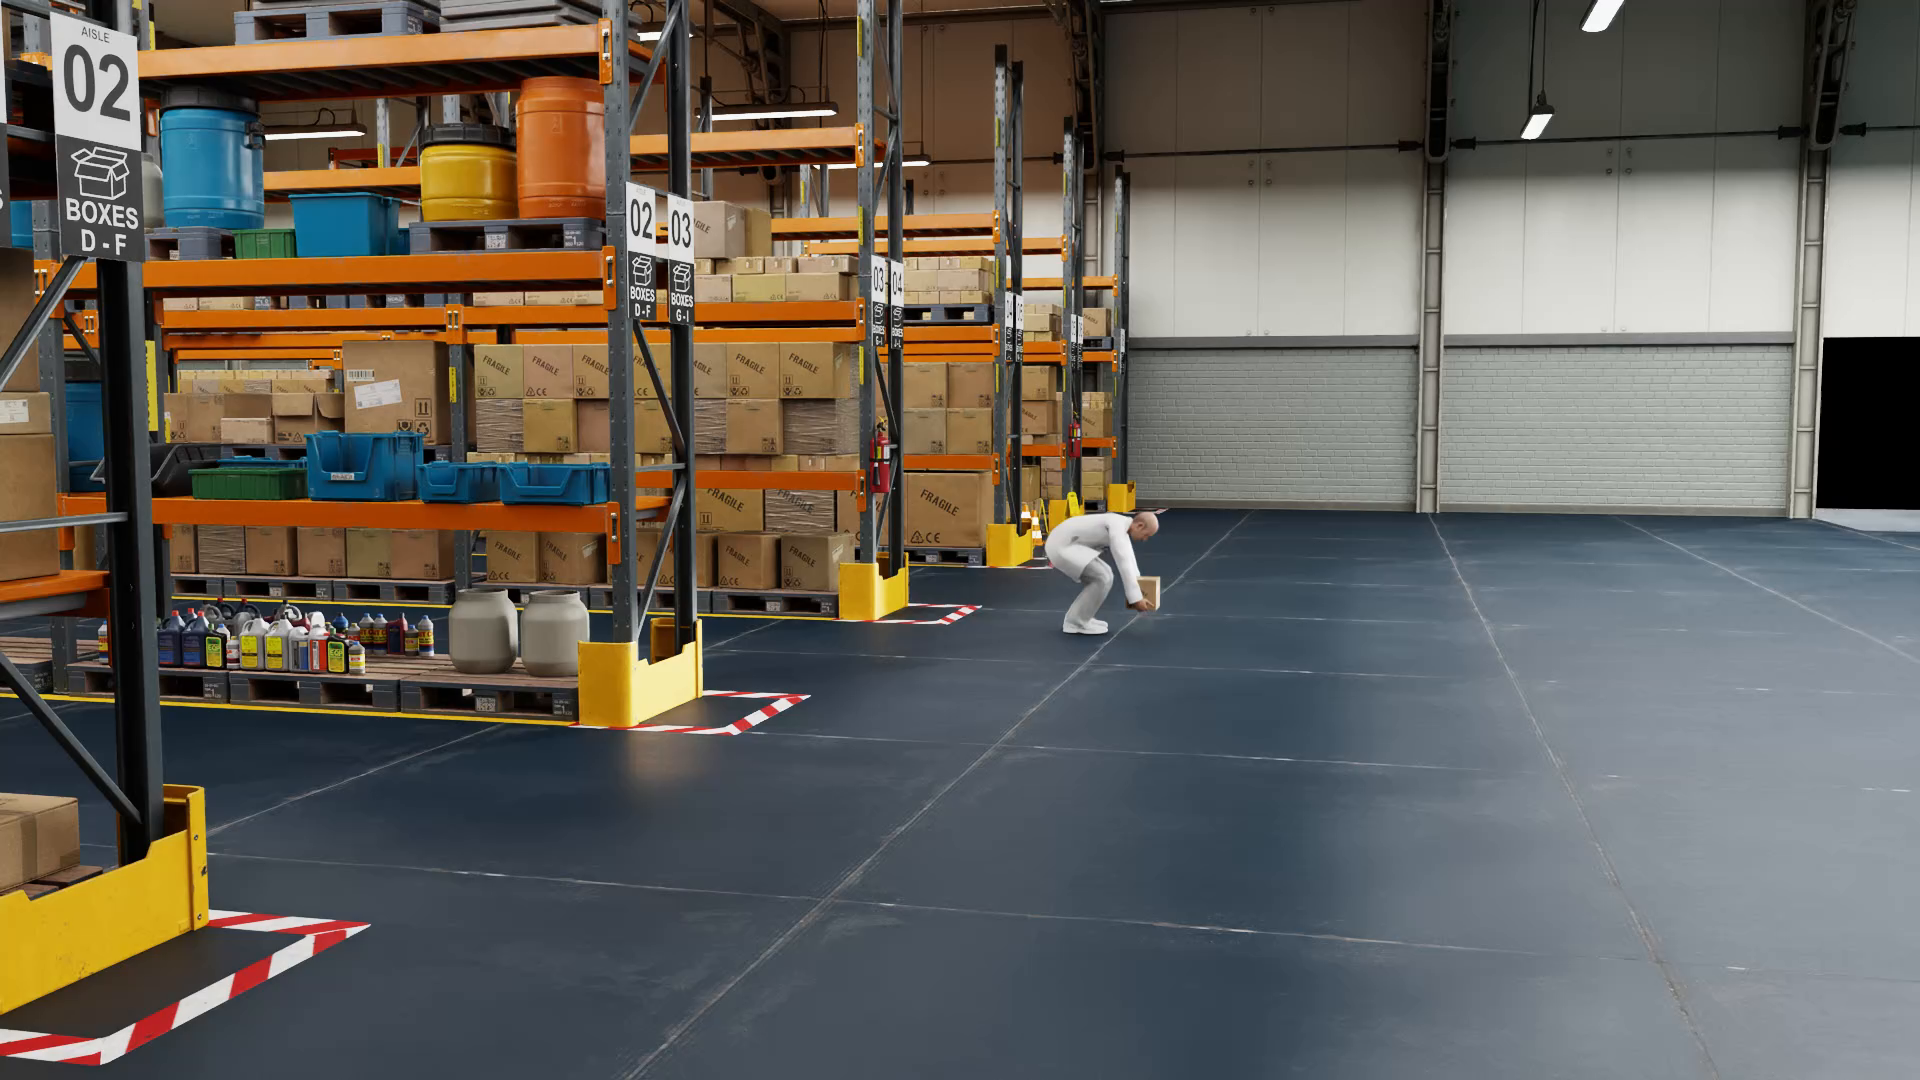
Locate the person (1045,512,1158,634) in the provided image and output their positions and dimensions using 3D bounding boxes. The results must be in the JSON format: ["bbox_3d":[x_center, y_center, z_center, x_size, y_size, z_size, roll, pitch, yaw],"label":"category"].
[{"bbox_3d":[1.175,0.273,13.851,0.939,1.005,0.591,1,5,11],"label":"person"}]
